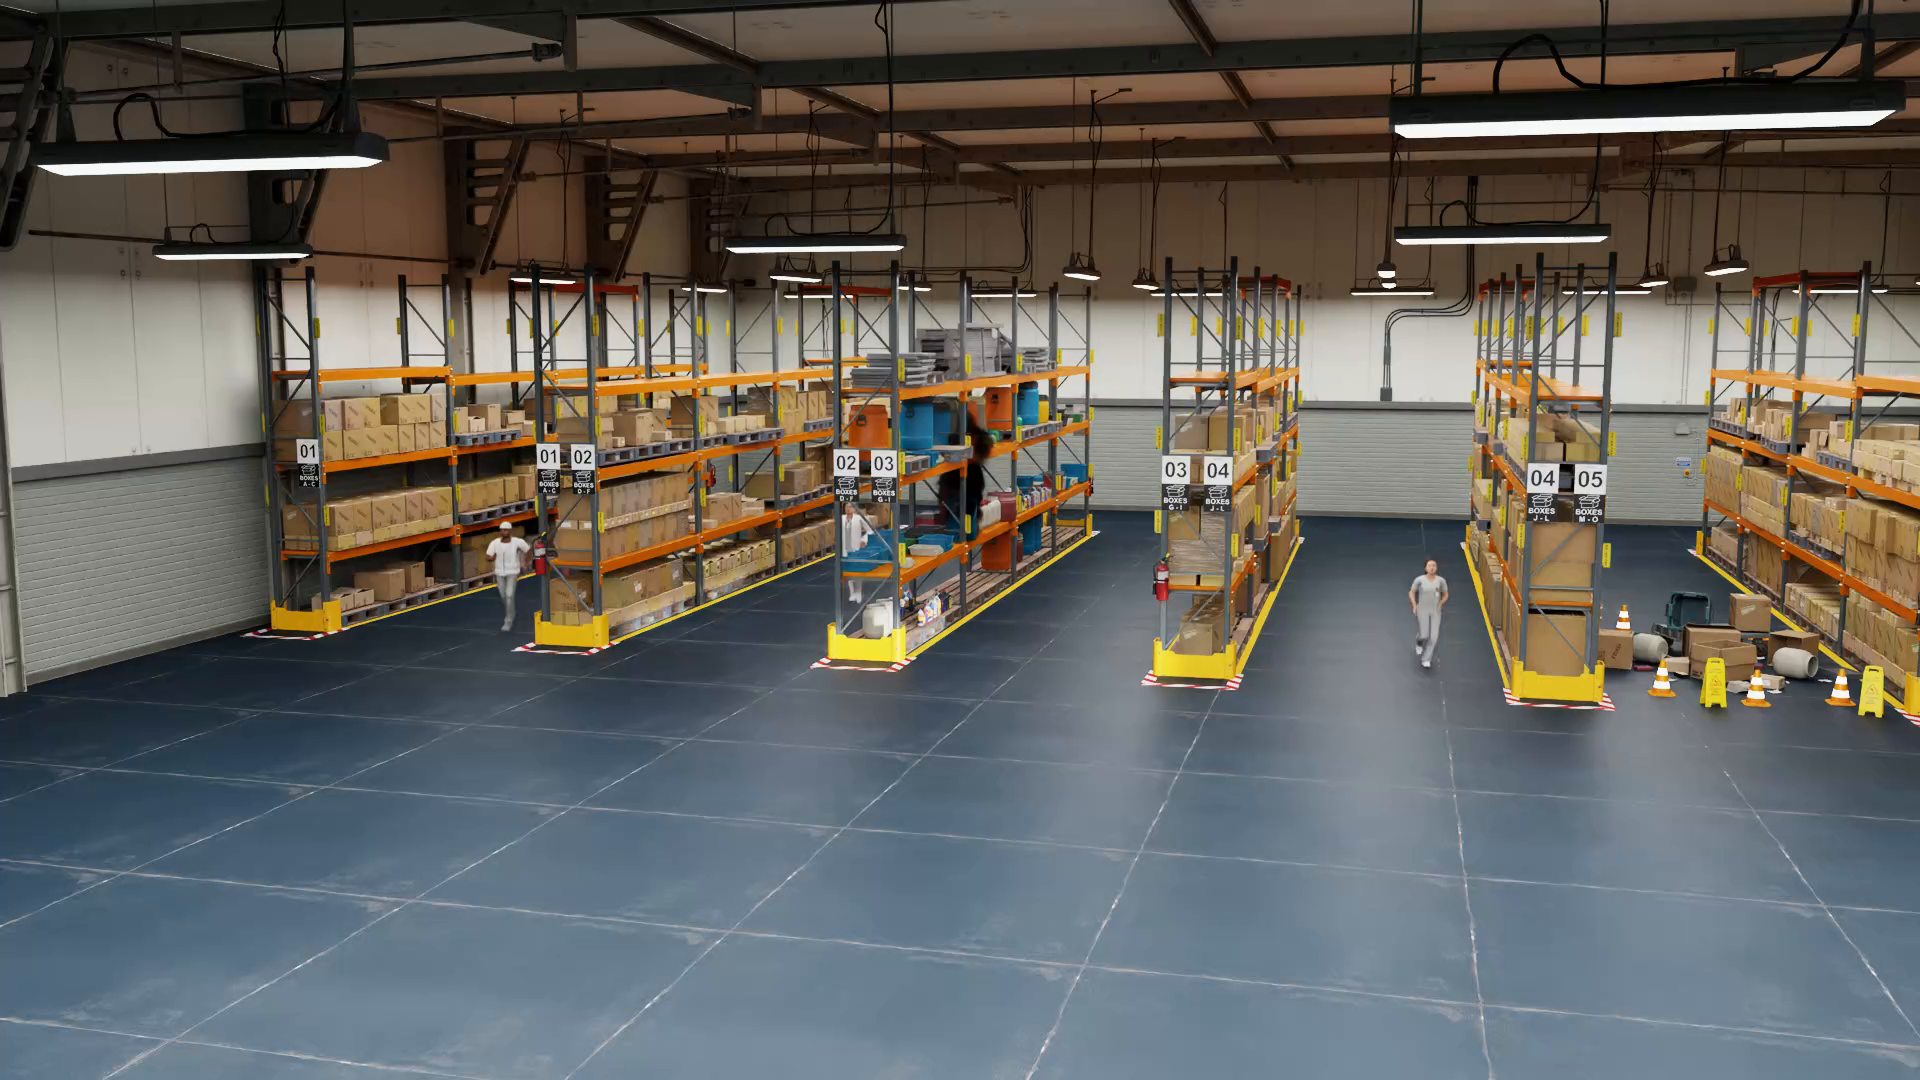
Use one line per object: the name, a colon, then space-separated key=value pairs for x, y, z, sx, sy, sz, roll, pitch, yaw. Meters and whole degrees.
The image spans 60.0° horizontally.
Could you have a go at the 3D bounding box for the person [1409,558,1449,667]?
person: x=6.969 y=1.074 z=24.709 sx=0.564 sy=1.621 sz=0.569 roll=1 pitch=7 yaw=7

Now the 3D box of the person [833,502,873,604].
person: x=-1.888 y=0.321 z=28.721 sx=0.682 sy=1.589 sz=0.655 roll=2 pitch=7 yaw=13

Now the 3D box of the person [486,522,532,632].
person: x=-7.578 y=0.575 z=27.828 sx=0.691 sy=1.776 sz=0.944 roll=1 pitch=7 yaw=5

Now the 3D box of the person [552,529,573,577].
person: x=-7.173 y=0.339 z=30.453 sx=0.581 sy=1.675 sz=0.692 roll=2 pitch=7 yaw=13
